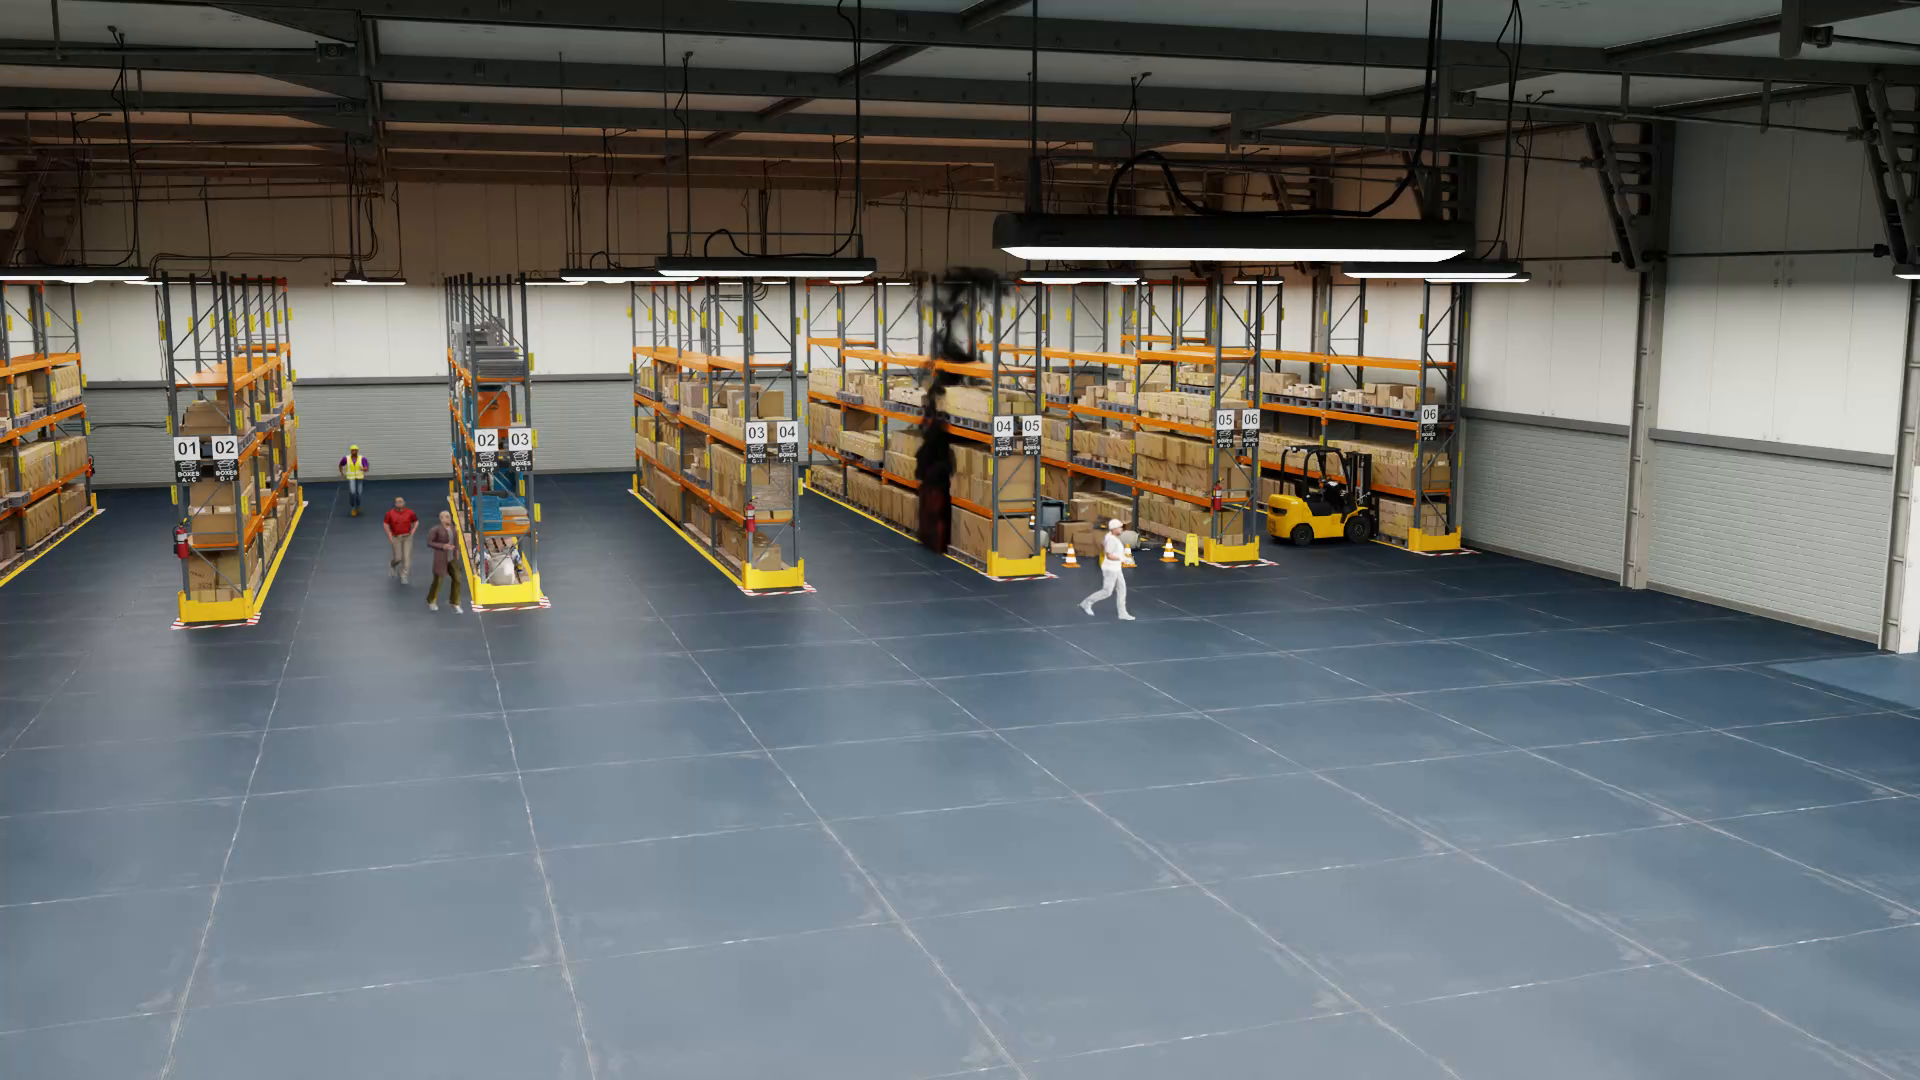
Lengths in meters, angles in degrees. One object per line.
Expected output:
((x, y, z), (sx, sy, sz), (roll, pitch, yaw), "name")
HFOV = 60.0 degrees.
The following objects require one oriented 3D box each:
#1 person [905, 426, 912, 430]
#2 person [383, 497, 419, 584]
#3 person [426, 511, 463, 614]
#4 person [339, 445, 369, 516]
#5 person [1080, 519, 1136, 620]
((-1.436, -2.704, 50.798), (0.806, 1.581, 0.521), (-2, 9, -14), "person")
((-10.931, -0.006, 32.586), (0.653, 1.700, 0.647), (-4, 9, -24), "person")
((-9.159, 0.398, 29.615), (0.764, 1.854, 0.731), (6, 11, 36), "person")
((-15.366, -1.512, 42.254), (0.676, 1.816, 0.747), (-5, 10, -28), "person")
((2.572, 0.513, 28.765), (0.967, 1.773, 0.663), (2, 9, 13), "person")
